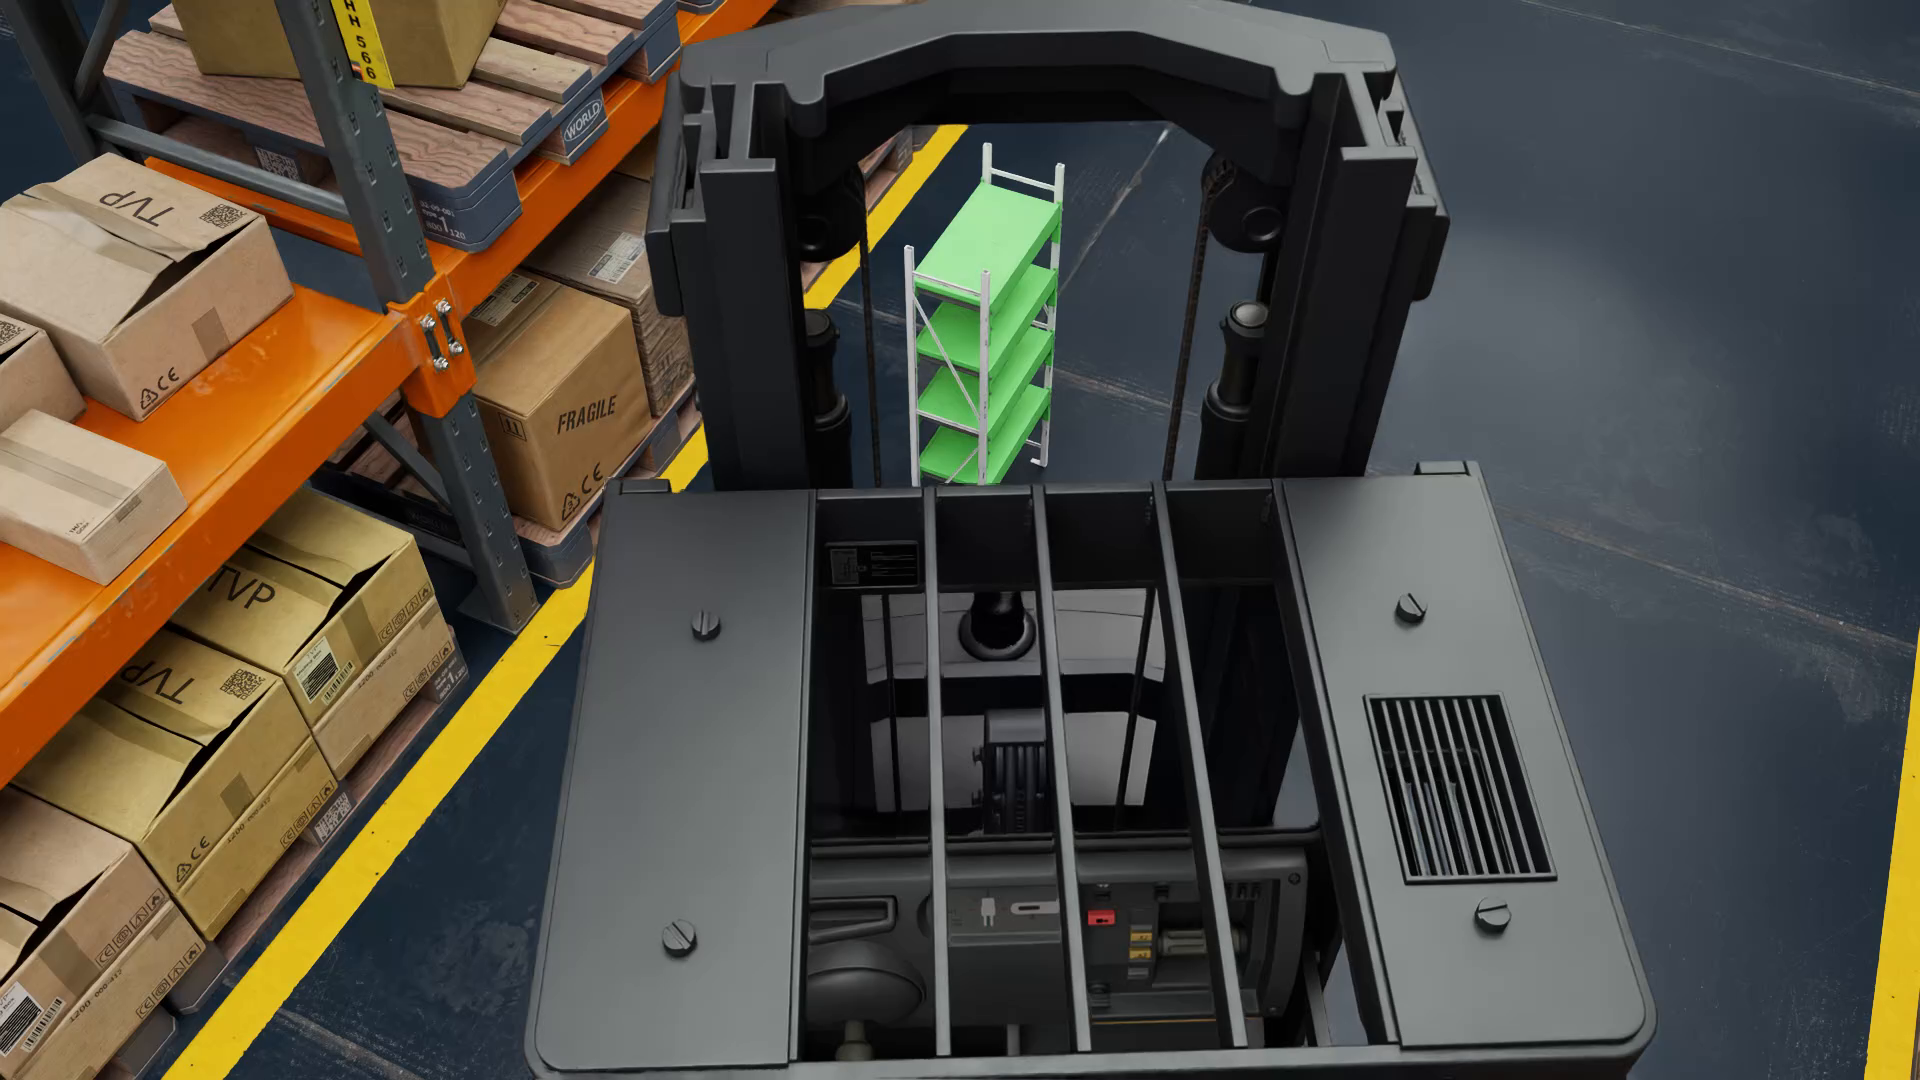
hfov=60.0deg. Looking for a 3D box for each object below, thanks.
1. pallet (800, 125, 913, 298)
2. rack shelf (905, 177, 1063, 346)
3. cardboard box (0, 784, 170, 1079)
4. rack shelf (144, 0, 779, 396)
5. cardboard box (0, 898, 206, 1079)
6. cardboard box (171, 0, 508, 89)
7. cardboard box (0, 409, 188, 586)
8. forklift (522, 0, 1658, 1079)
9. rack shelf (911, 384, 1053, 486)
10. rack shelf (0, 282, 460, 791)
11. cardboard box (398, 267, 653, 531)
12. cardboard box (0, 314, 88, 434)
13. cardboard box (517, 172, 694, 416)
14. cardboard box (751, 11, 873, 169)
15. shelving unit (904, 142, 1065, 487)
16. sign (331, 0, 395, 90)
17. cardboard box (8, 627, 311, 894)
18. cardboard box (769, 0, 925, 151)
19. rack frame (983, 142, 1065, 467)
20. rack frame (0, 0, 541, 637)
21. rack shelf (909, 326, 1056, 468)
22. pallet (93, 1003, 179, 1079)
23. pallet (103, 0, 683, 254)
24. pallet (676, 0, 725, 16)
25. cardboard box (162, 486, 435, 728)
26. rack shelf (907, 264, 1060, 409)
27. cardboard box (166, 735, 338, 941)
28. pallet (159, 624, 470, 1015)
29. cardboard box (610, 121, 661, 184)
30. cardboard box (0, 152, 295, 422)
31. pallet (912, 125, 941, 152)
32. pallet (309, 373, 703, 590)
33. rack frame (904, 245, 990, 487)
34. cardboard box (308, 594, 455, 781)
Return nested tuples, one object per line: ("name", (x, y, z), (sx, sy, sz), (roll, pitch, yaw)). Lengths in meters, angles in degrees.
("pallet", (-0.881, -1.320, 6.235), (1.003, 0.211, 1.213), (20, 52, 16))
("rack shelf", (0.071, -0.772, 4.573), (0.258, 0.148, 0.480), (20, 52, 16))
("cardboard box", (-2.192, 0.836, 3.731), (0.500, 0.311, 0.500), (19, 52, 16))
("rack shelf", (-0.902, -2.029, 5.480), (1.077, 0.370, 4.000), (20, 52, 16))
("cardboard box", (-2.195, 1.013, 3.948), (0.500, 0.250, 0.500), (21, 53, 17))
("cardboard box", (-1.589, -1.524, 4.236), (0.700, 0.500, 0.500), (4, 50, 4))
("cardboard box", (-1.891, -0.095, 3.526), (0.380, 0.149, 0.250), (20, 52, 16))
("forklift", (0.115, 0.812, 2.635), (1.130, 2.935, 3.031), (-1, 50, -1))
("rack shelf", (0.071, -0.306, 5.121), (0.258, 0.148, 0.480), (20, 52, 16))
("rack shelf", (-2.611, 0.725, 3.136), (1.077, 0.370, 4.000), (20, 52, 16))
("cardboard box", (-1.303, -0.438, 5.006), (0.500, 0.500, 0.500), (22, 53, 18))
("cardboard box", (-2.314, -0.303, 3.597), (0.500, 0.311, 0.500), (19, 52, 16))
("cardboard box", (-1.085, -0.800, 5.314), (0.500, 0.500, 0.500), (18, 52, 15))
("cardboard box", (-0.648, -1.505, 5.914), (0.500, 0.500, 0.500), (18, 52, 15))
("shelving unit", (0.071, -0.503, 4.890), (0.258, 1.200, 0.503), (20, 52, 16))
("sign", (-1.253, -1.082, 3.441), (0.100, 0.325, 0.005), (20, 52, 16))
("cardboard box", (-1.974, 0.489, 4.026), (0.500, 0.311, 0.500), (19, 52, 16))
("cardboard box", (-0.433, -1.856, 6.212), (0.500, 0.500, 0.500), (20, 53, 17))
("rack frame", (0.175, -0.671, 5.033), (0.240, 1.200, 0.015), (20, 52, 16))
("rack frame", (-1.756, -0.885, 4.034), (1.000, 3.000, 0.127), (20, 52, 16))
("rack shelf", (0.071, -0.461, 4.939), (0.258, 0.148, 0.480), (20, 52, 16))
("pallet", (-2.666, 1.410, 3.912), (1.003, 0.211, 1.213), (20, 52, 16))
("pallet", (-1.530, -1.313, 4.523), (1.213, 0.211, 1.003), (20, 52, 16))
("pallet", (-0.930, -2.164, 5.248), (1.003, 0.211, 1.213), (20, 52, 16))
("cardboard box", (-1.757, 0.129, 4.332), (0.500, 0.311, 0.500), (21, 53, 17))
("rack shelf", (0.071, -0.617, 4.756), (0.258, 0.148, 0.480), (20, 52, 16))
("cardboard box", (-1.978, 0.668, 4.242), (0.500, 0.250, 0.500), (19, 52, 16))
("pallet", (-2.143, 0.573, 4.624), (1.003, 0.211, 1.213), (20, 52, 16))
("cardboard box", (-0.866, -1.144, 5.606), (0.500, 0.500, 0.500), (19, 52, 16))
("cardboard box", (-1.951, -0.620, 3.867), (0.500, 0.311, 0.500), (23, 53, 18))
("pallet", (-0.361, -2.163, 6.952), (1.003, 0.211, 1.213), (20, 52, 16))
("pallet", (-1.403, -0.483, 5.523), (1.003, 0.211, 1.213), (20, 52, 16))
("rack frame", (-0.034, -0.335, 4.747), (0.240, 1.200, 0.015), (20, 52, 16))
("cardboard box", (-1.761, 0.311, 4.545), (0.500, 0.250, 0.500), (21, 53, 17))
